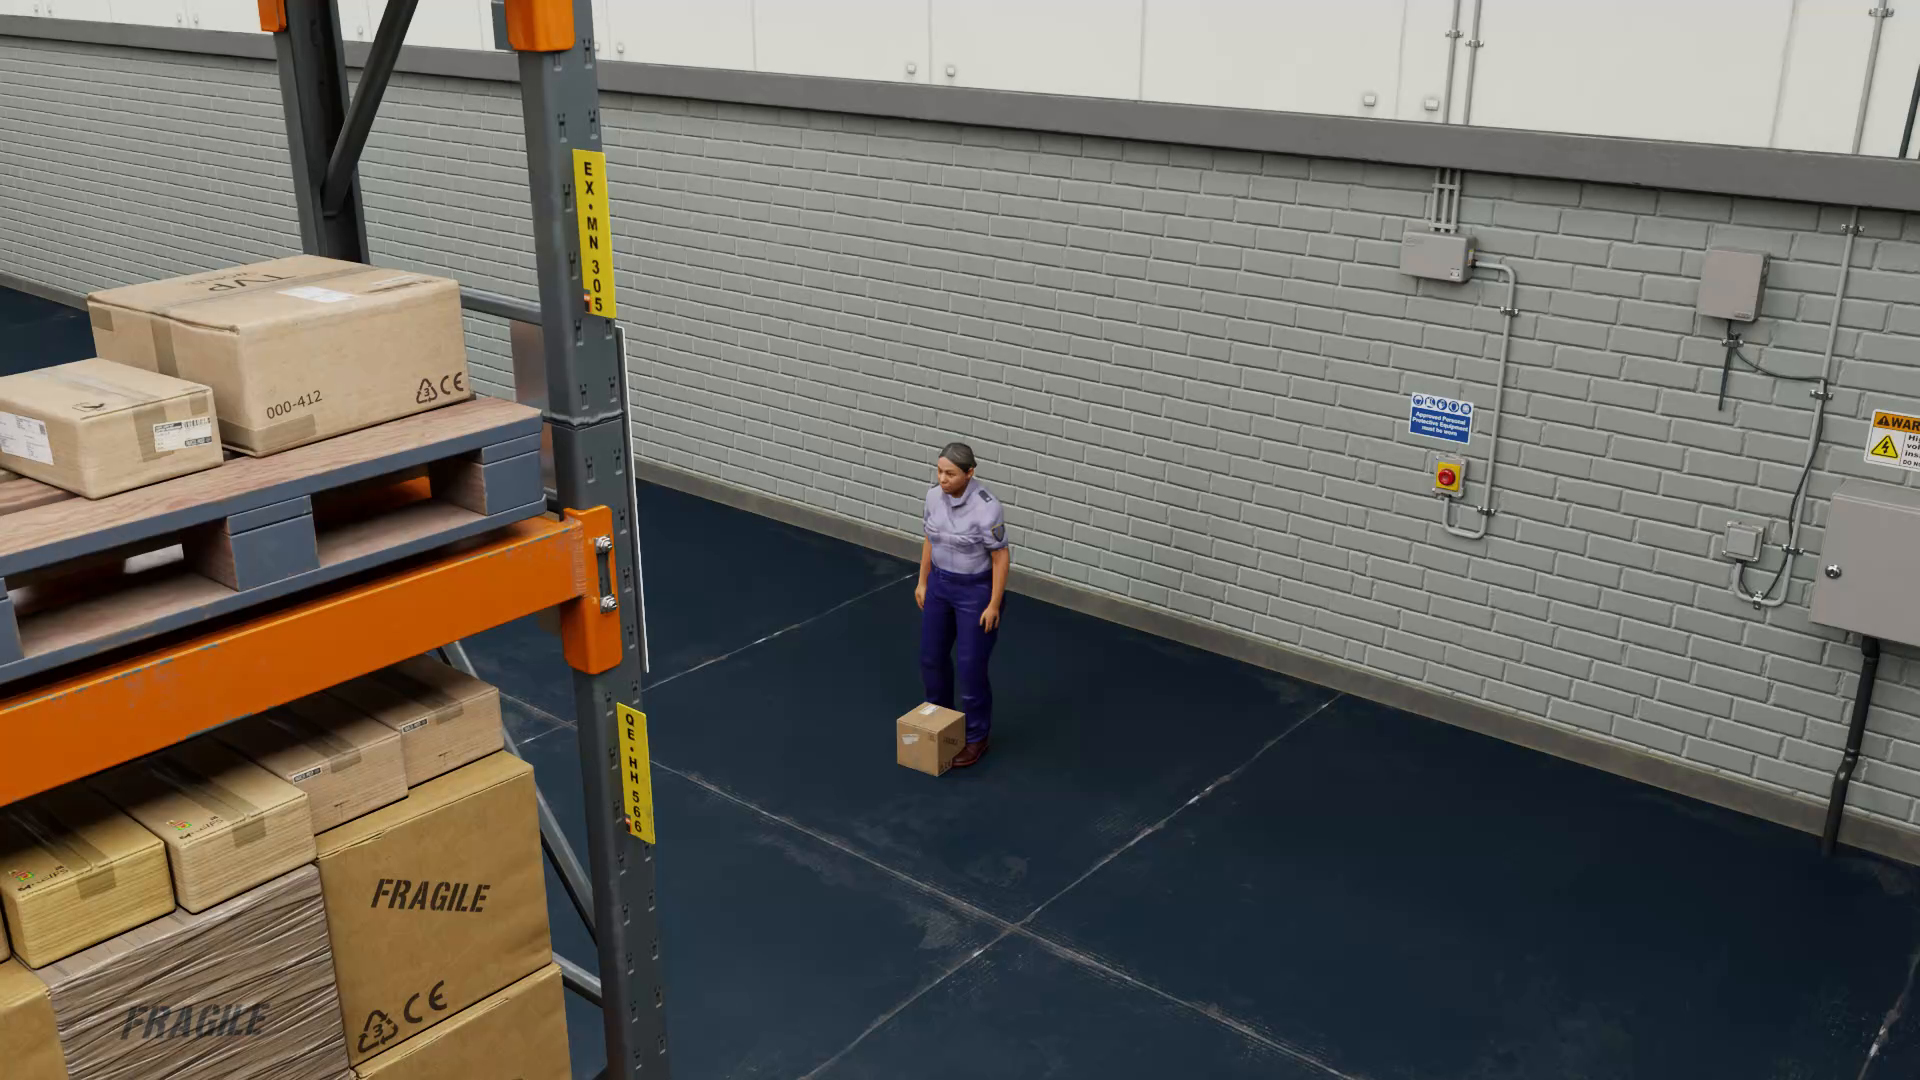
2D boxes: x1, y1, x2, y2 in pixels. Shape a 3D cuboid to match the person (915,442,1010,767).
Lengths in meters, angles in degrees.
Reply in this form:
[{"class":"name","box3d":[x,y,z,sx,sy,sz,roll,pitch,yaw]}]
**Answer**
[{"class":"person","box3d":[-0.009,0.296,8.309,0.540,1.638,0.413,16,26,36]}]
